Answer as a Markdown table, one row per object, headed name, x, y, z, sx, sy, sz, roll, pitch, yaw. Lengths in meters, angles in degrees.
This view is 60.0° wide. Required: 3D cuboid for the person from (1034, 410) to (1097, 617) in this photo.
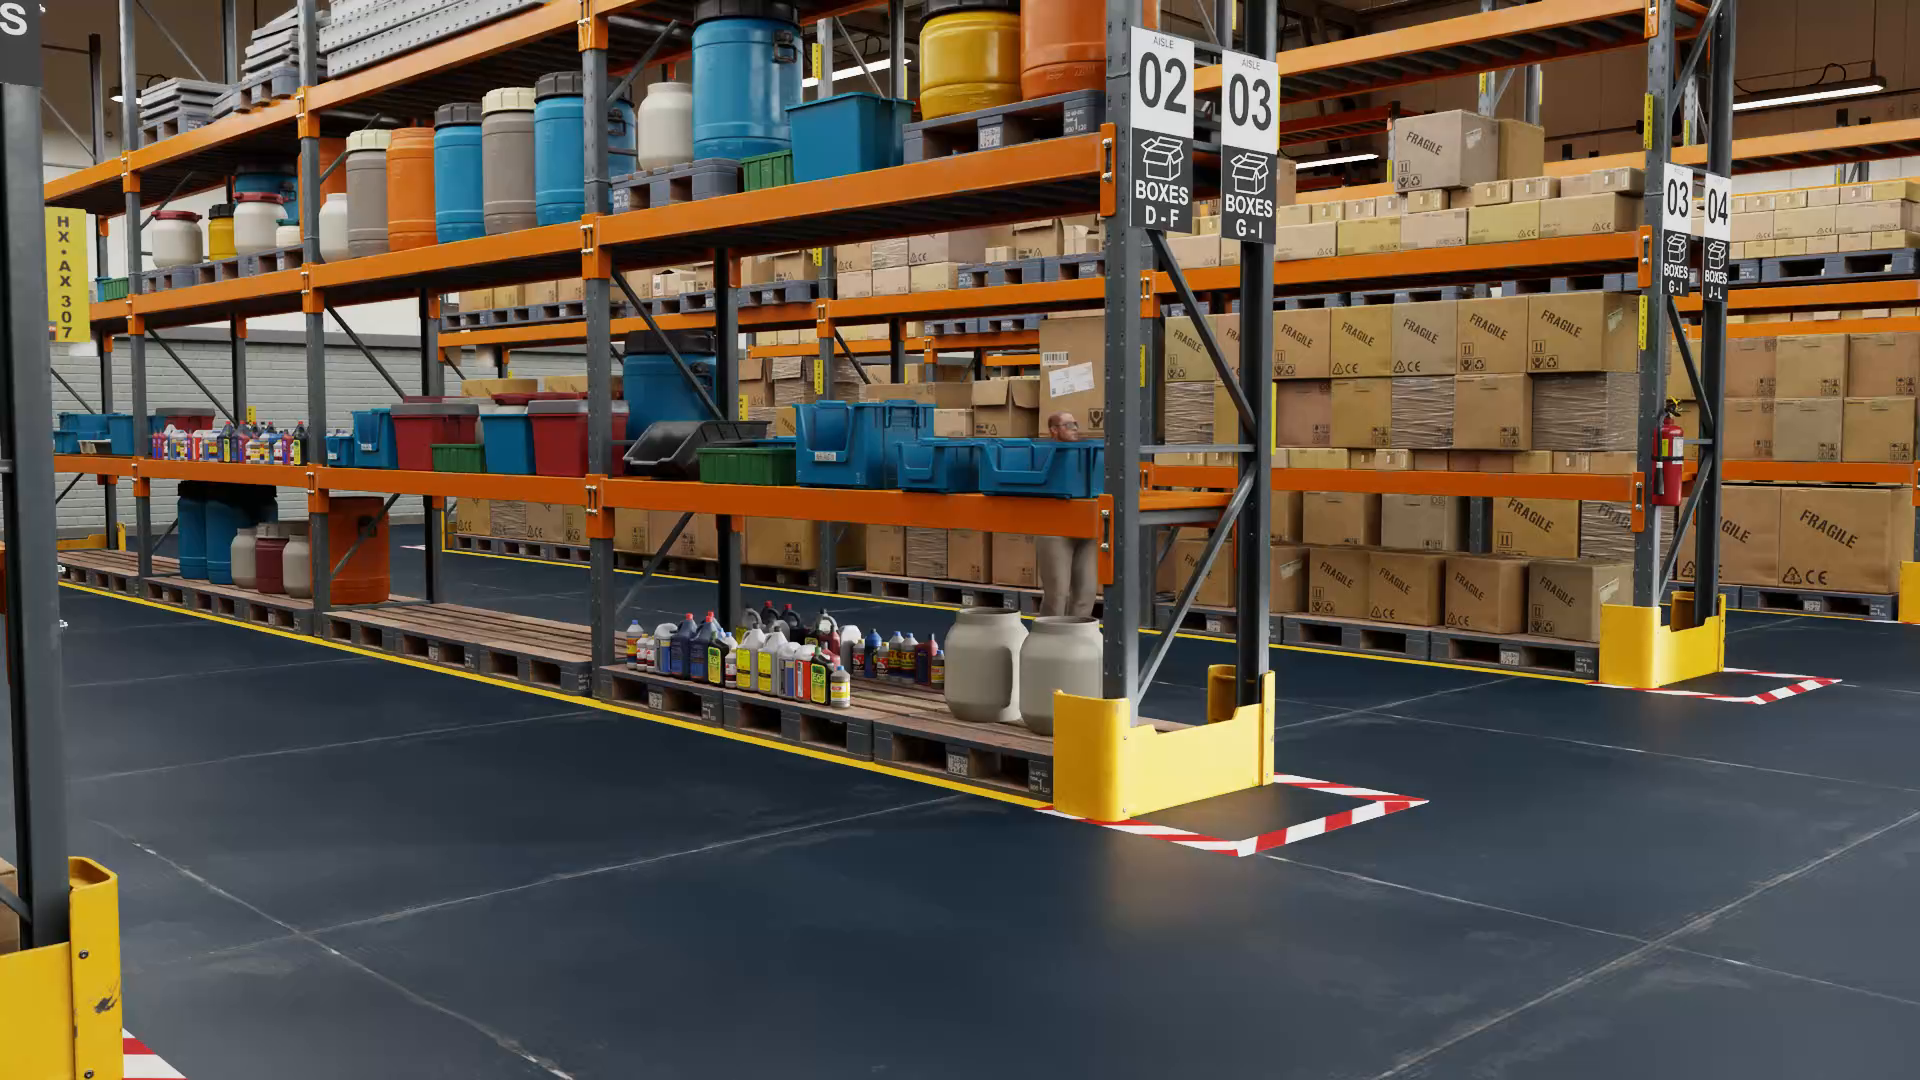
| name | x | y | z | sx | sy | sz | roll | pitch | yaw |
| --- | --- | --- | --- | --- | --- | --- | --- | --- | --- |
| person | 0.787 | -0.014 | 11.182 | 0.494 | 1.712 | 0.537 | -4 | 5 | -44 |
